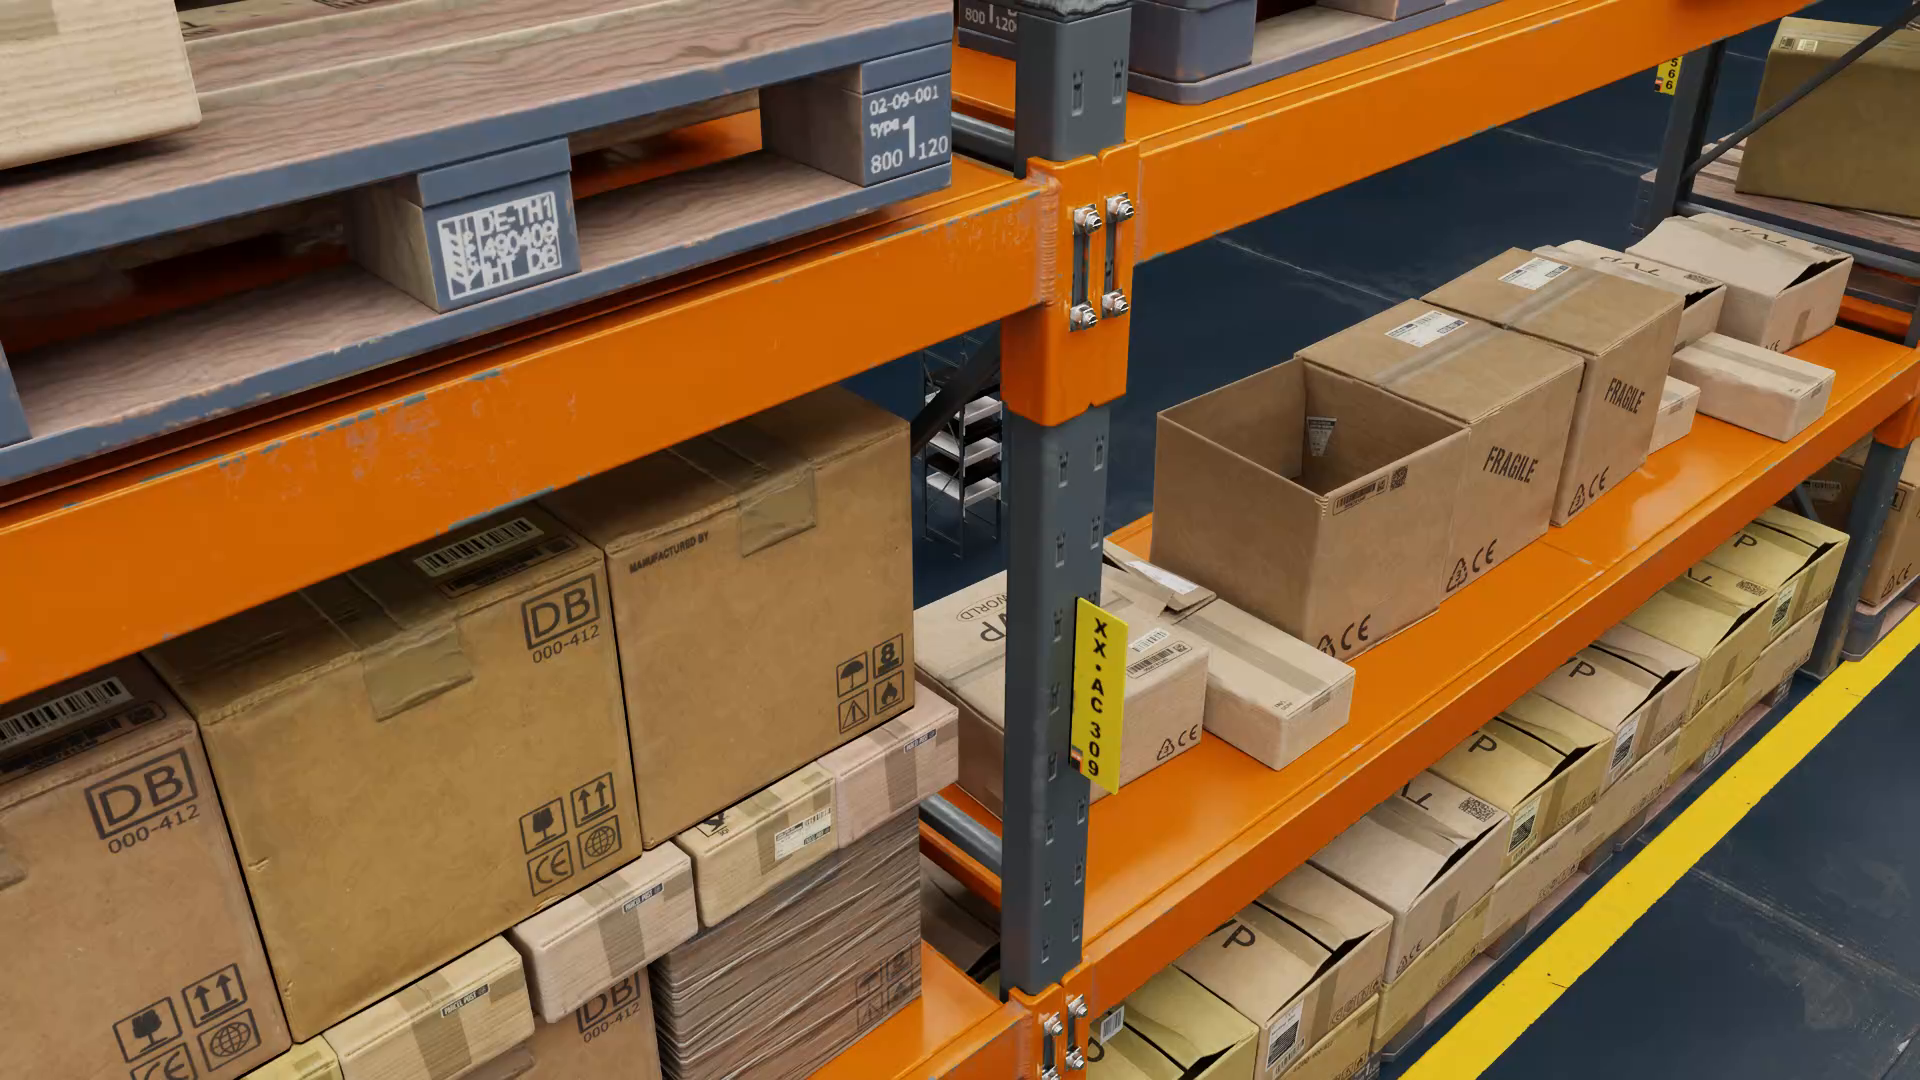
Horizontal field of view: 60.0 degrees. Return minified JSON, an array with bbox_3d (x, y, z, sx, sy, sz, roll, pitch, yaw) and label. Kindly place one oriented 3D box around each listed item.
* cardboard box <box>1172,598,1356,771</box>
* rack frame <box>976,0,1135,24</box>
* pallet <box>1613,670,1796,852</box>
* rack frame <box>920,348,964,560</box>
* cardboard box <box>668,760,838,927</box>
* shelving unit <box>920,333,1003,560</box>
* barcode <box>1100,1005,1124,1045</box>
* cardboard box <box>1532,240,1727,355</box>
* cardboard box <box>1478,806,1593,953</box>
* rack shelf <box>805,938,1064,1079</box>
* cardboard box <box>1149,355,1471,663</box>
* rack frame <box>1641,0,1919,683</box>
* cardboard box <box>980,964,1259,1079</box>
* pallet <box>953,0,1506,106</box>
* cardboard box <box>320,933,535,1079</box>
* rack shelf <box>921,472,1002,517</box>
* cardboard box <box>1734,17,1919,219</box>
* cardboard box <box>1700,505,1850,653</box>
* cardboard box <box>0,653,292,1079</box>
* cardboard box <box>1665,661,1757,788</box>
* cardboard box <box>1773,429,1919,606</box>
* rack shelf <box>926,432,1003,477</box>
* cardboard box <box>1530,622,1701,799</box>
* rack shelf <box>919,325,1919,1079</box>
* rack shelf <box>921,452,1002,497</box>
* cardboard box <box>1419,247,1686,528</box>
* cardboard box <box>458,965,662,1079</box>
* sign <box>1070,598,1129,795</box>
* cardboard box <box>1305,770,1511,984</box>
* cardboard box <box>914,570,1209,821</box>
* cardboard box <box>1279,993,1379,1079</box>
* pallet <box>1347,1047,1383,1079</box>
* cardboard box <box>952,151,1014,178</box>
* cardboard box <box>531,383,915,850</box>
[{"bbox_3d":[0.624,0.307,3.613,0.250,0.149,0.380,-26,40,-35],"label":"cardboard box"},{"bbox_3d":[-0.165,-2.124,1.597,0.127,3.000,1.000,-26,40,-35],"label":"rack frame"},{"bbox_3d":[2.138,0.484,5.756,1.213,0.211,1.003,-26,40,-35],"label":"pallet"},{"bbox_3d":[-0.069,-0.351,6.461,0.006,0.900,0.240,-26,40,-35],"label":"rack frame"},{"bbox_3d":[-0.401,0.382,2.533,0.250,0.149,0.380,-27,40,-36],"label":"cardboard box"},{"bbox_3d":[0.006,-0.387,6.520,0.210,0.900,0.258,-26,40,-35],"label":"shelving unit"},{"bbox_3d":[0.305,0.974,3.336,0.075,0.075,0.001,-26,40,-35],"label":"barcode"},{"bbox_3d":[1.981,-0.702,5.108,0.500,0.311,0.500,-26,40,-36],"label":"cardboard box"},{"bbox_3d":[1.427,0.836,4.741,0.500,0.250,0.500,-25,39,-35],"label":"cardboard box"},{"bbox_3d":[-1.632,1.452,2.189,4.000,0.370,1.077,-26,40,-35],"label":"rack shelf"},{"bbox_3d":[0.796,-0.060,3.877,0.500,0.500,0.500,-23,38,-32],"label":"cardboard box"},{"bbox_3d":[2.768,-0.983,5.482,0.127,3.000,1.000,-26,40,-35],"label":"rack frame"},{"bbox_3d":[0.307,1.139,3.707,0.500,0.311,0.500,-26,40,-35],"label":"cardboard box"},{"bbox_3d":[0.473,-1.080,2.949,0.805,0.209,1.217,27,41,37],"label":"pallet"},{"bbox_3d":[-0.784,0.569,2.226,0.250,0.149,0.380,-26,40,-36],"label":"cardboard box"},{"bbox_3d":[0.006,-0.205,6.631,0.200,0.077,0.258,-26,40,-35],"label":"rack shelf"},{"bbox_3d":[3.153,-1.471,5.782,0.700,0.500,0.500,15,35,23],"label":"cardboard box"},{"bbox_3d":[2.551,0.052,5.486,0.500,0.311,0.500,-25,39,-34],"label":"cardboard box"},{"bbox_3d":[-1.223,0.357,1.952,0.500,0.500,0.700,-26,40,-35],"label":"cardboard box"},{"bbox_3d":[2.173,0.475,5.331,0.500,0.250,0.500,-26,40,-36],"label":"cardboard box"},{"bbox_3d":[3.296,-0.156,6.105,0.500,0.500,0.500,-24,39,-34],"label":"cardboard box"},{"bbox_3d":[0.006,-0.358,6.537,0.200,0.077,0.258,-26,40,-35],"label":"rack shelf"},{"bbox_3d":[1.803,0.417,4.889,0.500,0.311,0.500,-26,40,-36],"label":"cardboard box"},{"bbox_3d":[1.302,0.033,4.510,4.000,0.370,1.077,-26,40,-35],"label":"rack shelf"},{"bbox_3d":[0.006,-0.282,6.584,0.200,0.077,0.258,-26,40,-35],"label":"rack shelf"},{"bbox_3d":[1.549,-0.424,4.473,0.500,0.500,0.500,27,40,36],"label":"cardboard box"},{"bbox_3d":[-0.868,0.743,2.564,0.500,0.500,0.700,-26,40,-36],"label":"cardboard box"},{"bbox_3d":[0.214,0.245,2.569,0.005,0.325,0.100,-26,40,-35],"label":"sign"},{"bbox_3d":[1.057,0.780,4.295,0.500,0.311,0.500,-27,41,-37],"label":"cardboard box"},{"bbox_3d":[0.166,0.309,3.514,0.500,0.250,0.500,-23,38,-33],"label":"cardboard box"},{"bbox_3d":[0.675,1.201,4.144,0.500,0.250,0.500,-25,39,-34],"label":"cardboard box"},{"bbox_3d":[0.349,1.349,4.341,1.213,0.211,1.003,-26,40,-35],"label":"pallet"},{"bbox_3d":[0.026,-2.349,9.375,0.750,0.750,0.750,-26,40,-36],"label":"cardboard box"},{"bbox_3d":[-0.486,0.000,2.536,0.500,0.500,0.700,-26,40,-35],"label":"cardboard box"}]
